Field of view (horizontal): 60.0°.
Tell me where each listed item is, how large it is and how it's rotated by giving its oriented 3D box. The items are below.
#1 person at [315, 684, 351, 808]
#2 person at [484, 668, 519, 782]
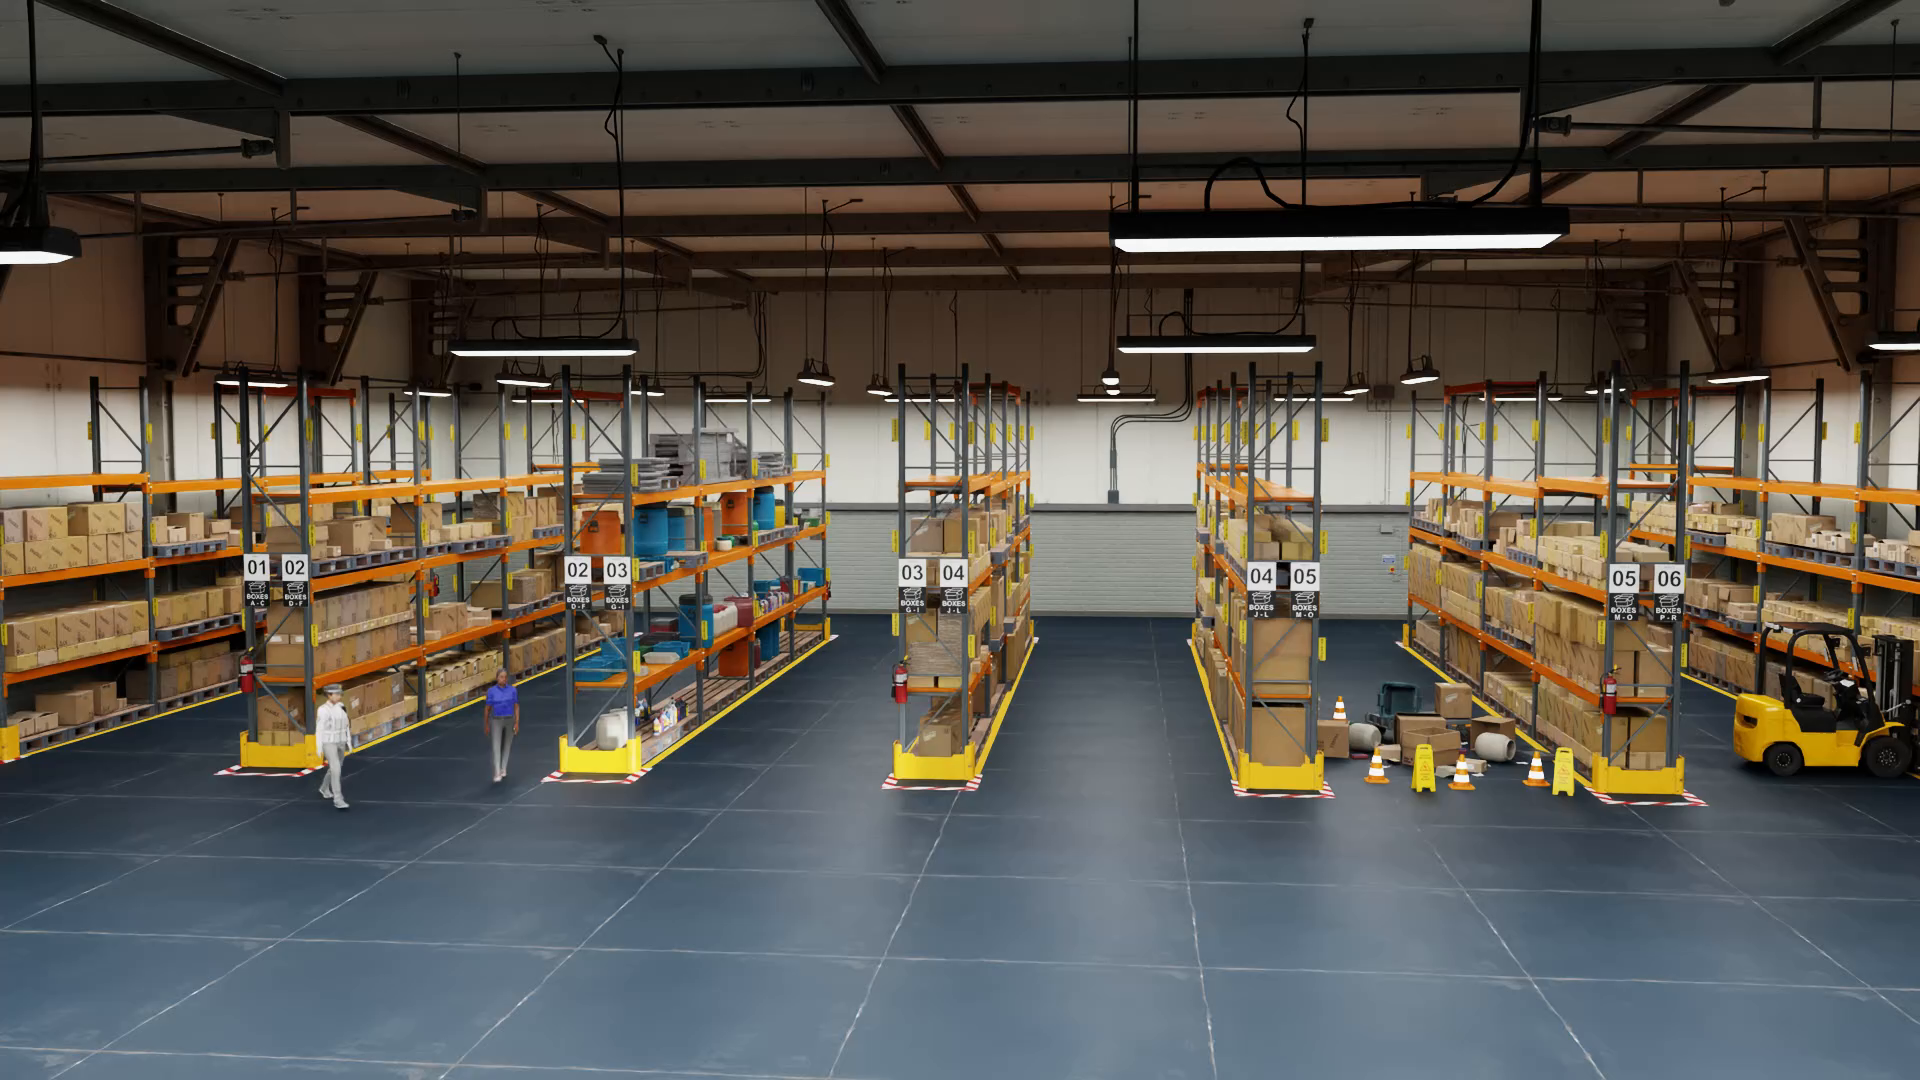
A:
[{"bbox_3d":[-8.463,2.743,22.447,0.857,1.626,0.498,2,4,26],"label":"person"},{"bbox_3d":[-6.558,2.647,23.850,0.500,1.607,0.976,-2,4,-30],"label":"person"}]
